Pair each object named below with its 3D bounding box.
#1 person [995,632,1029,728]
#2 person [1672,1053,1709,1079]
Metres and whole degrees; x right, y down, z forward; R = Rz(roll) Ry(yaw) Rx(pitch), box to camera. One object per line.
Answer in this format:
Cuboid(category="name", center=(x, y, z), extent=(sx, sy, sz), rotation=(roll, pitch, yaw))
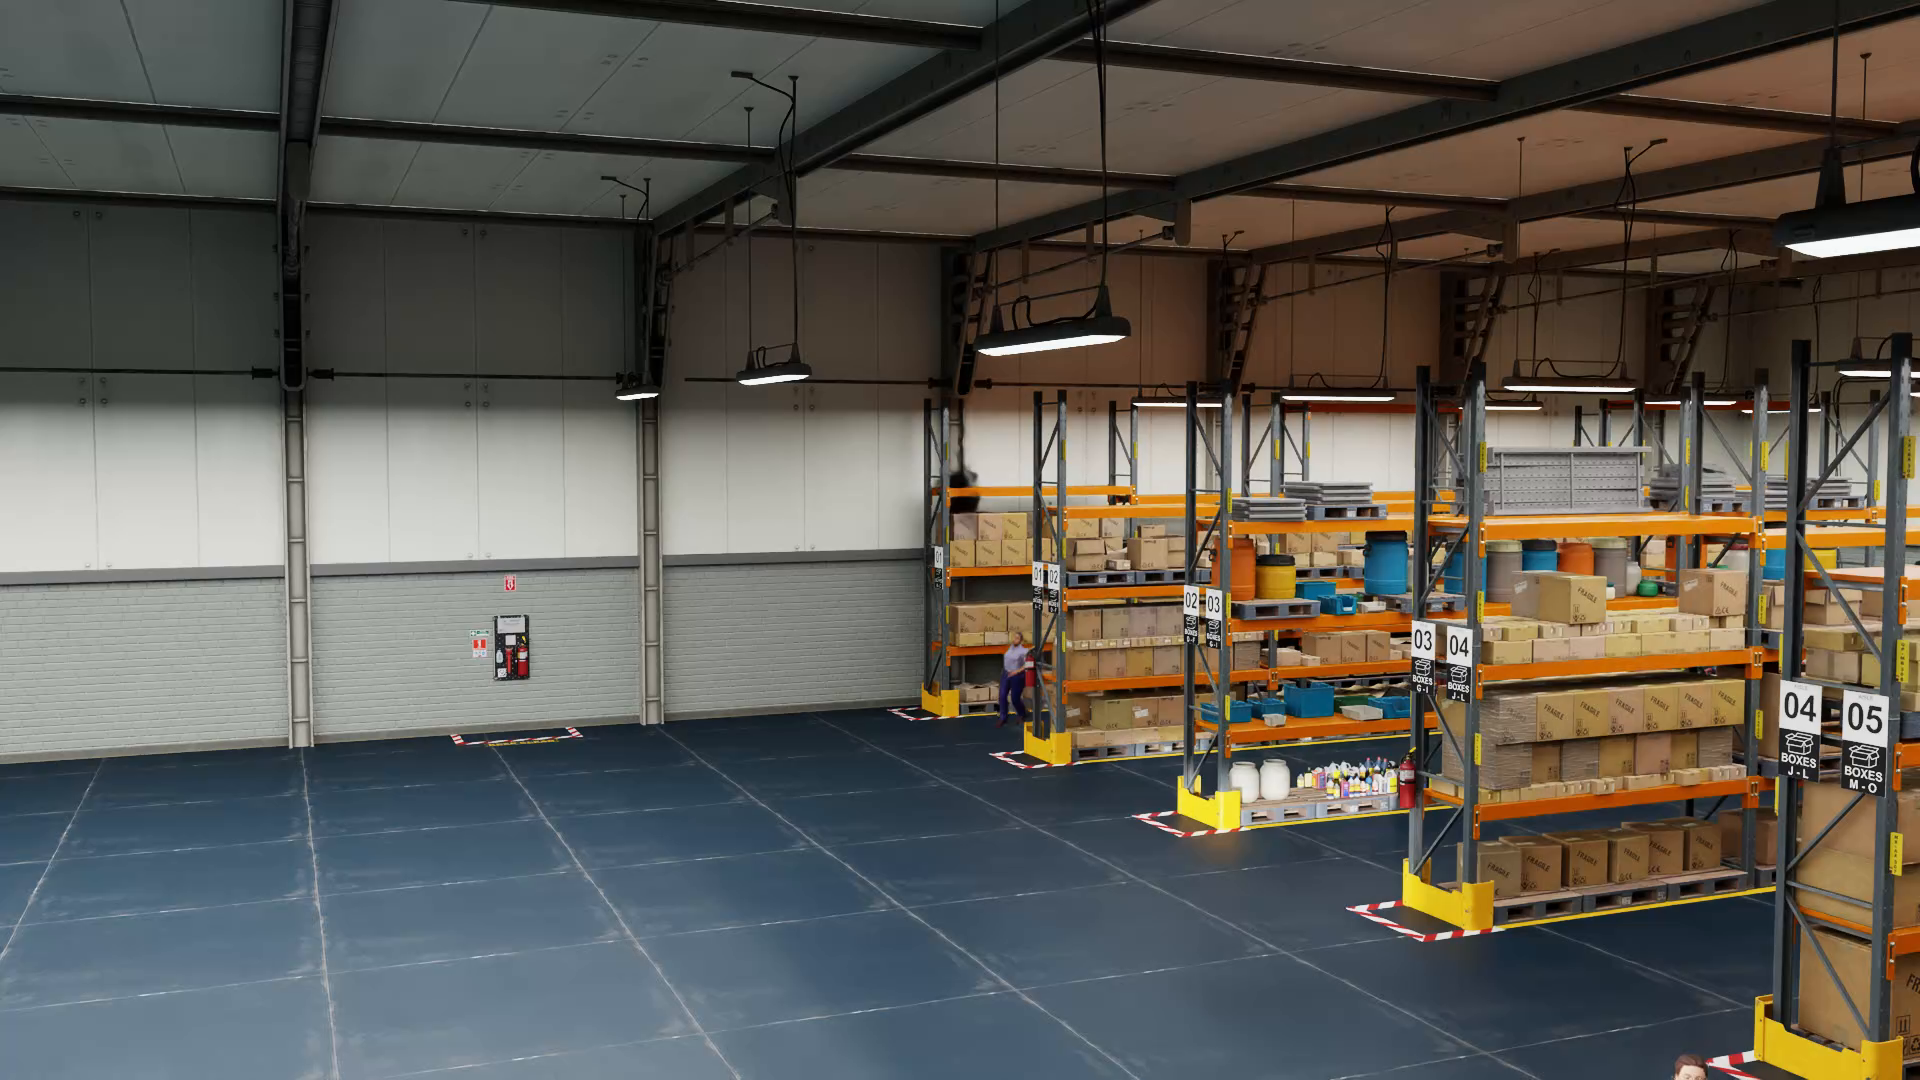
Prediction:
Cuboid(category="person", center=(0.969, 2.401, 28.685), extent=(0.640, 1.650, 0.708), rotation=(3, 5, 42))
Cuboid(category="person", center=(4.253, 3.766, 9.614), extent=(0.589, 1.657, 0.807), rotation=(2, 4, 25))
